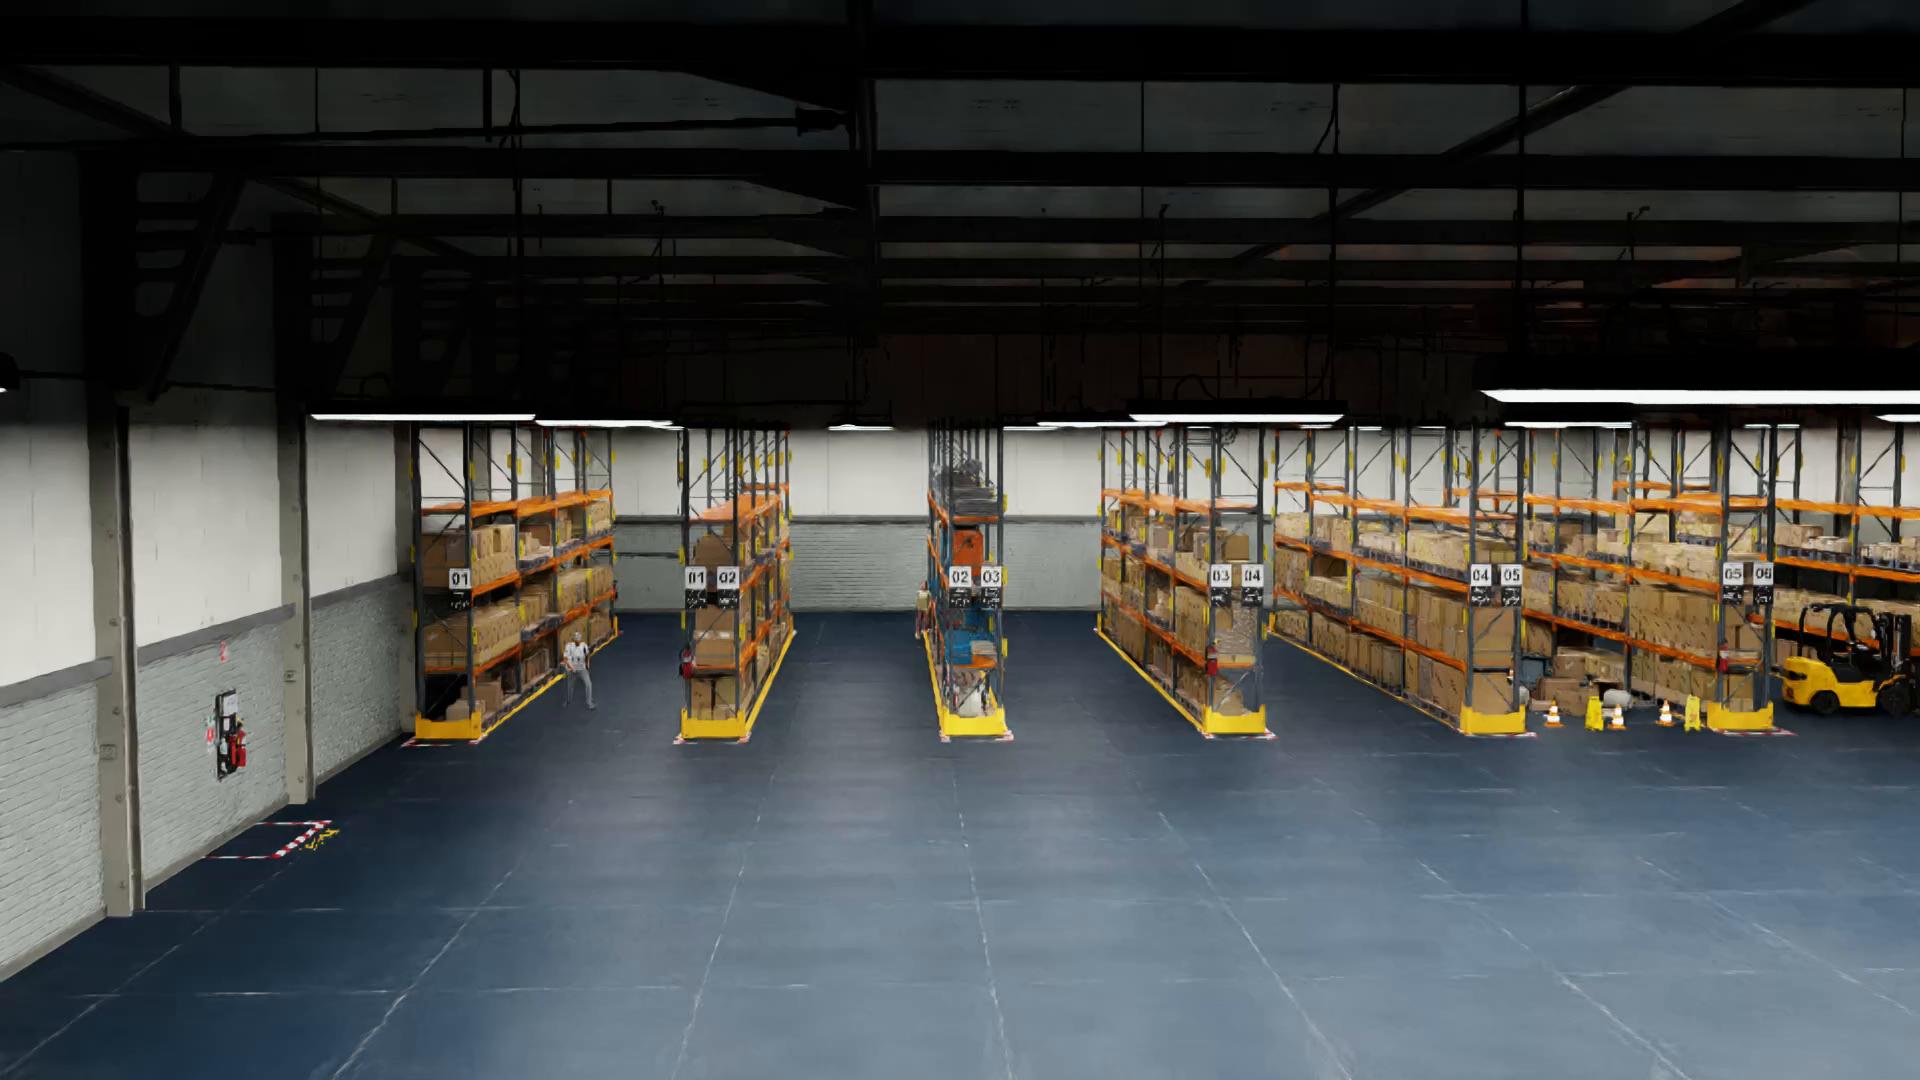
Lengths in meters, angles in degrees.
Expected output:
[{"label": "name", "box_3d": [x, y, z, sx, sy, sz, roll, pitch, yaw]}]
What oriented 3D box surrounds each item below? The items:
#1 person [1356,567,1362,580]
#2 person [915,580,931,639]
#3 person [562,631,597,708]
[{"label": "person", "box_3d": [12.005, 1.625, 50.626, 0.441, 1.586, 0.570, 4, 5, 44]}, {"label": "person", "box_3d": [-0.986, 1.911, 45.916, 0.448, 1.601, 1.014, 0, 4, 7]}, {"label": "person", "box_3d": [-7.904, 2.672, 34.431, 0.661, 1.599, 0.805, -1, 4, -20]}]
